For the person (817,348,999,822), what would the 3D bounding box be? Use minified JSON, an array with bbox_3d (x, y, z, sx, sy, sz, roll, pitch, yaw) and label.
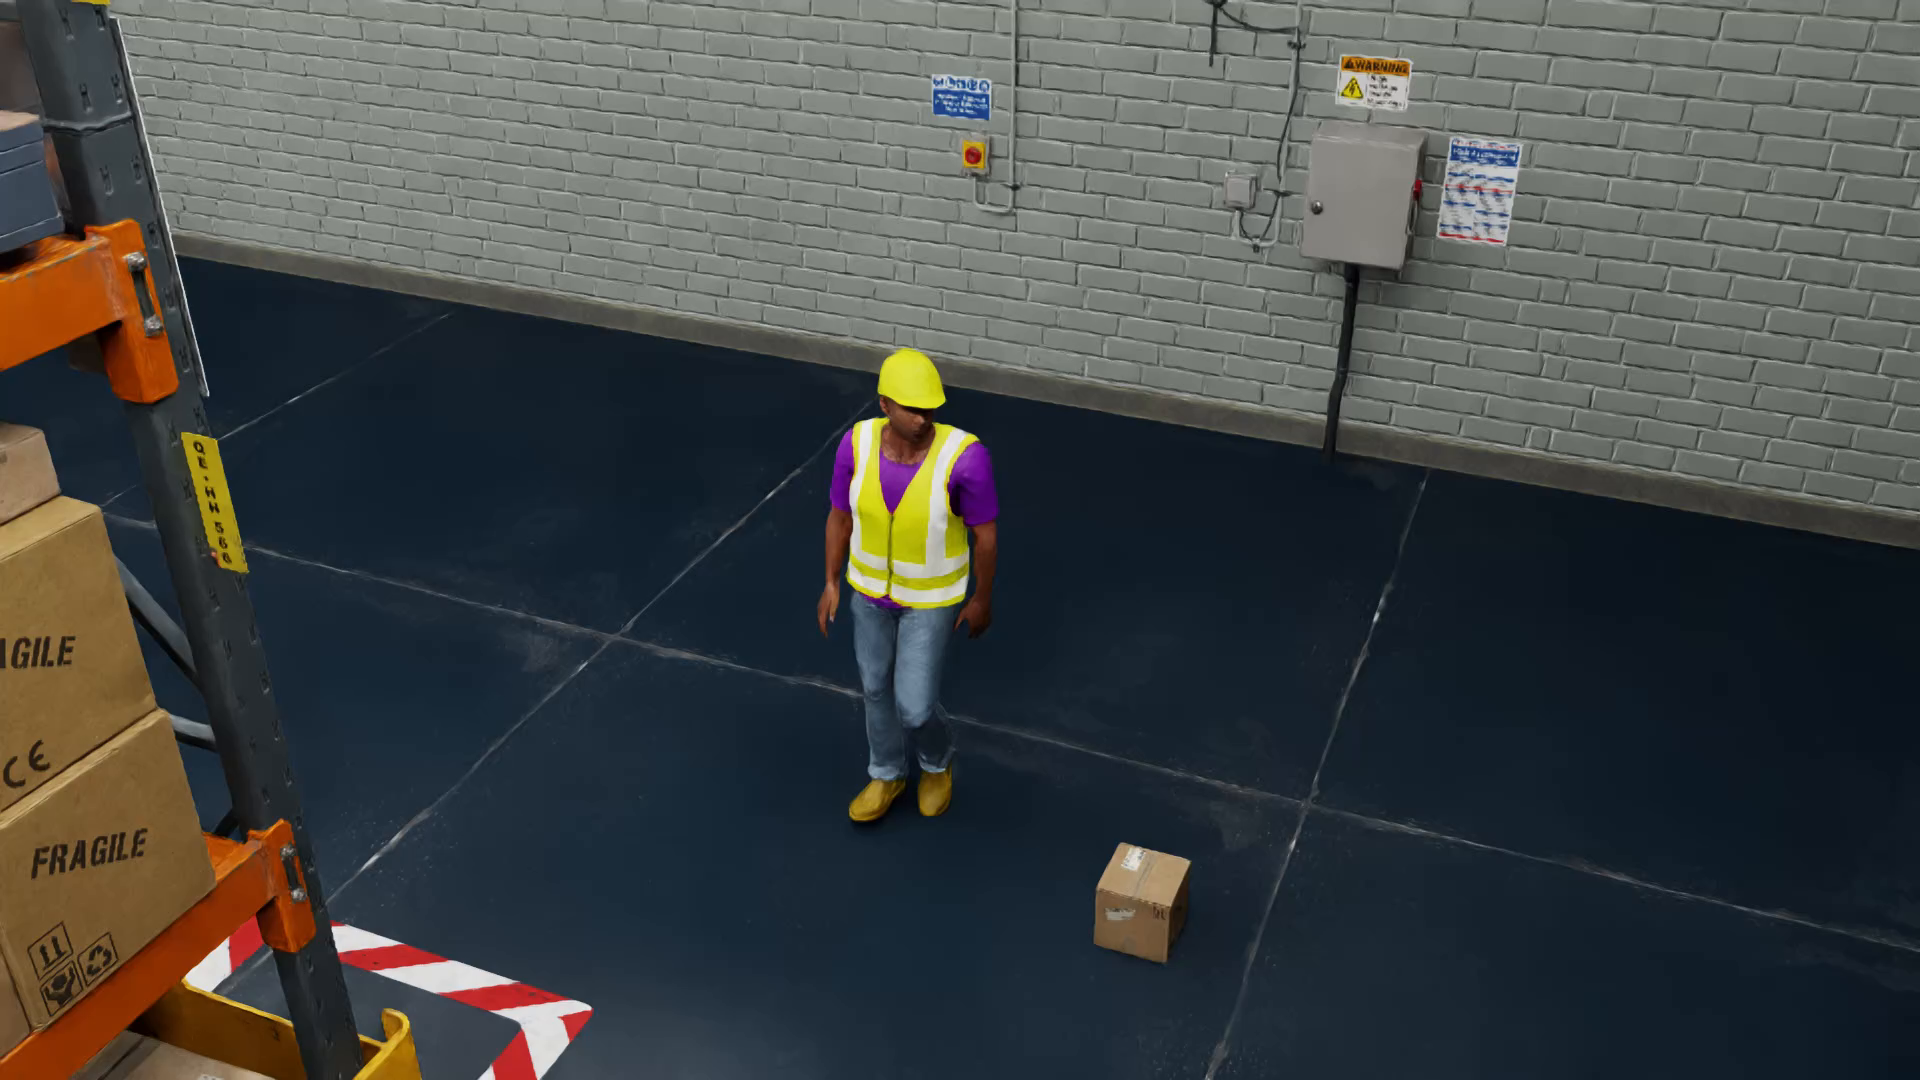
[{"bbox_3d":[-0.192,0.212,5.722,0.596,1.811,0.442,12,32,21],"label":"person"}]
